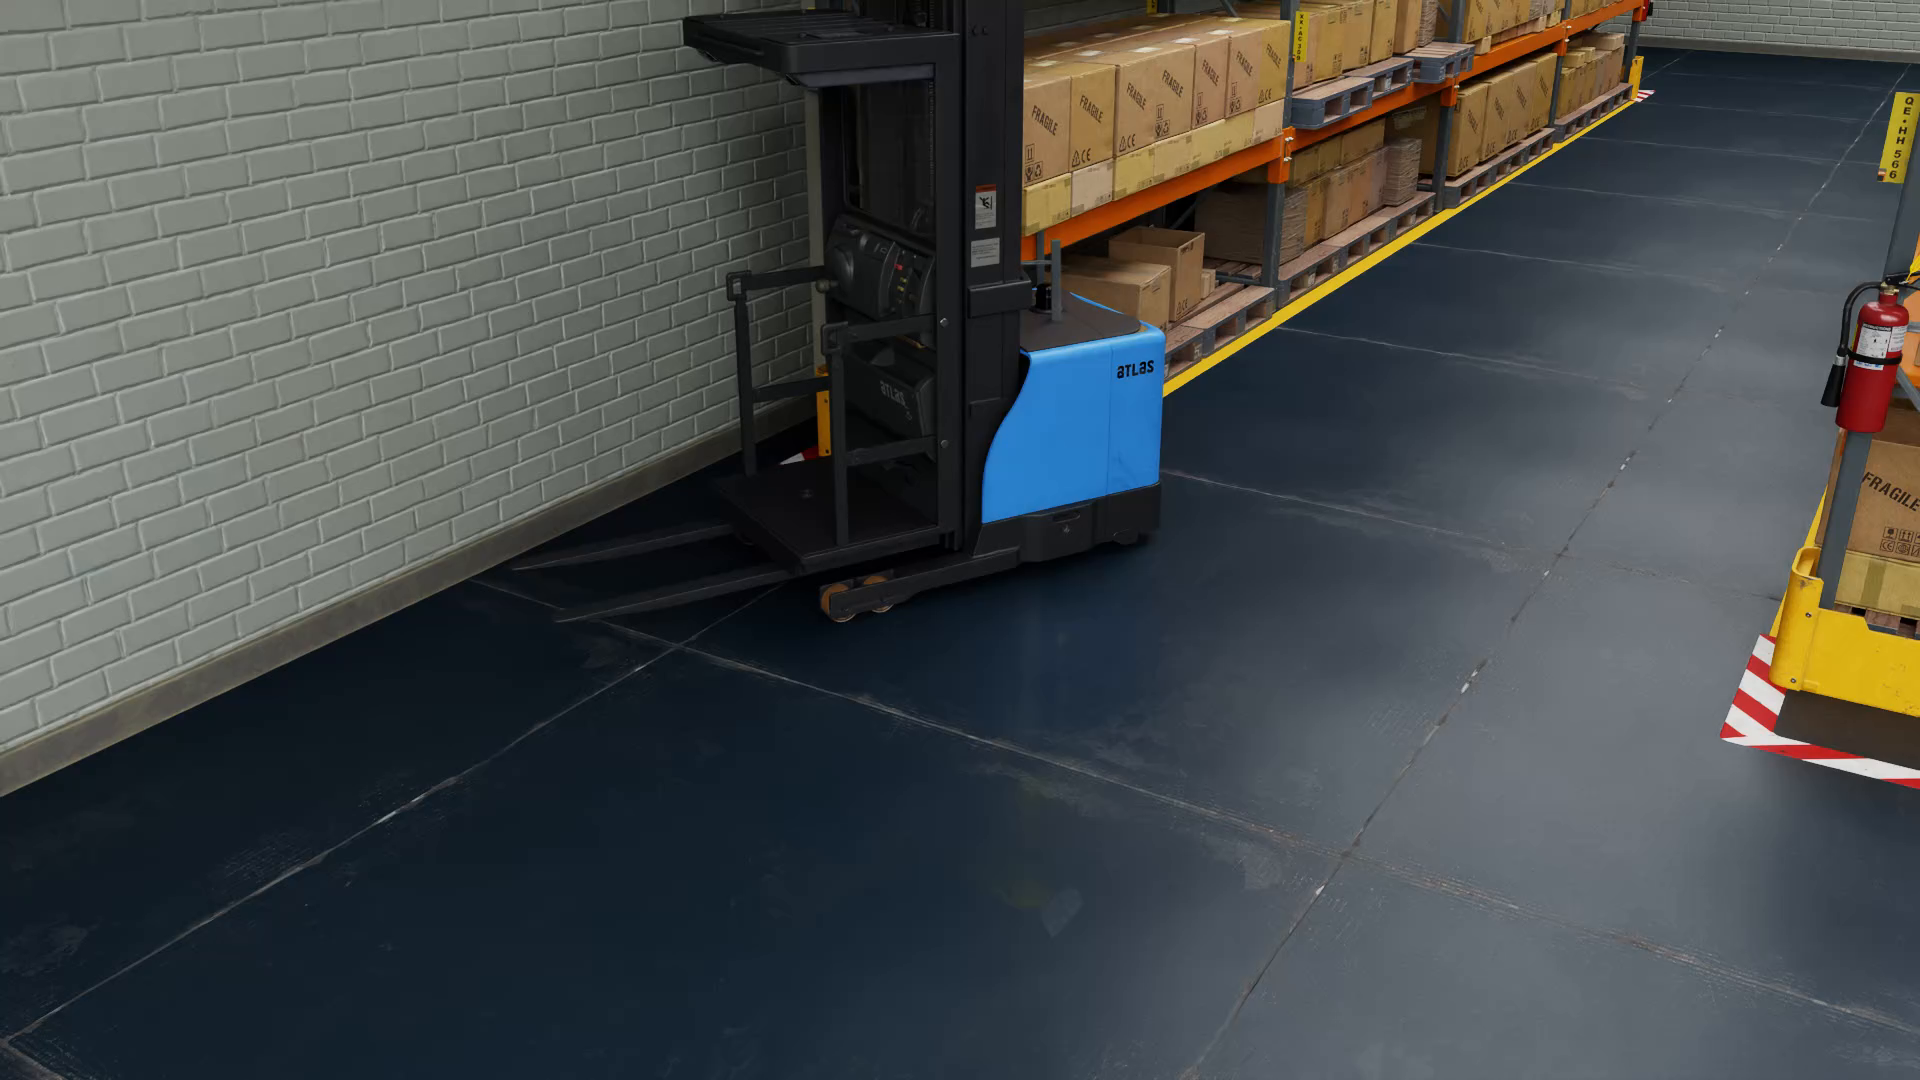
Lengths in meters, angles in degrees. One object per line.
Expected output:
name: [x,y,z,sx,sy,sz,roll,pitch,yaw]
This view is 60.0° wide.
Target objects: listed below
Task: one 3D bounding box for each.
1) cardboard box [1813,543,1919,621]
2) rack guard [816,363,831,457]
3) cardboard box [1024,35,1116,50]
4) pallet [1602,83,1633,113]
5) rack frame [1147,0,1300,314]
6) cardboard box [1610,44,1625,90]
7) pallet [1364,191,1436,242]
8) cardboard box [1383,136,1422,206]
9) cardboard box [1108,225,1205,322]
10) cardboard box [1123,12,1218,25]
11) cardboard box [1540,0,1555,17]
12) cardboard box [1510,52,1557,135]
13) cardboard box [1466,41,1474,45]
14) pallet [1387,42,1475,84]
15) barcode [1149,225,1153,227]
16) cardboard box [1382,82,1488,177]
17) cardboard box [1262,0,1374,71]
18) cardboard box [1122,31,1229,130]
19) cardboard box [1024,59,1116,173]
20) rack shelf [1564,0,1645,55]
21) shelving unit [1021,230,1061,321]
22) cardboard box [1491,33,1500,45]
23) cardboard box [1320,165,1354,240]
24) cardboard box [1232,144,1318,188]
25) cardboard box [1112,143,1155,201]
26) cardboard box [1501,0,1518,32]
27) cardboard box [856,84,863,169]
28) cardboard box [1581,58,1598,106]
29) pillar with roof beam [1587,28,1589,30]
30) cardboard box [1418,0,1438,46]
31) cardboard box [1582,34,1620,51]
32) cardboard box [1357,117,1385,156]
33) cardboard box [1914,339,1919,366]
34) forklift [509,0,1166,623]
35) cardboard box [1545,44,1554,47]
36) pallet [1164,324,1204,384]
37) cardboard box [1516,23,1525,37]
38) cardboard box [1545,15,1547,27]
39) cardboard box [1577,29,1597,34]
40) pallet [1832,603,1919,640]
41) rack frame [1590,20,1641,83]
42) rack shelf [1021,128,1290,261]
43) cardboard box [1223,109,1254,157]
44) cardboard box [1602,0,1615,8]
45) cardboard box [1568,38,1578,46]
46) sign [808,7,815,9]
cardboard box: [3.967,0.099,7.178,0.500,0.250,0.500,14,27,29]
rack guard: [-0.235,-0.643,9.105,1.175,0.500,0.348,14,27,29]
cardboard box: [0.602,-2.765,10.082,0.500,0.500,0.500,14,27,30]
pallet: [7.810,-5.598,20.916,1.003,0.211,1.213,14,27,29]
rack frame: [1.835,-3.114,11.668,1.000,3.000,0.127,14,27,29]
cardboard box: [7.881,-5.953,20.842,0.700,0.500,0.500,14,27,29]
pallet: [3.532,-2.921,14.732,1.003,0.211,1.213,14,27,29]
cardboard box: [3.610,-3.265,14.609,0.700,0.500,0.500,14,27,30]
cardboard box: [1.322,-1.810,11.248,0.500,0.500,0.500,12,26,25]
cardboard box: [1.410,-3.284,11.279,0.500,0.500,0.500,13,27,28]
cardboard box: [5.765,-5.623,16.937,0.500,0.500,0.500,14,27,29]
cardboard box: [5.823,-4.774,17.679,0.750,0.750,0.750,14,27,30]
cardboard box: [4.456,-4.504,15.169,0.380,0.149,0.250,14,27,30]
pallet: [3.660,-4.113,14.217,1.213,0.211,1.003,14,27,29]
barcode: [1.346,-2.184,11.708,0.001,0.075,0.075,14,27,29]
cardboard box: [4.444,-3.891,15.640,0.750,0.750,0.750,13,27,28]
cardboard box: [2.754,-3.942,12.901,0.700,0.500,0.500,18,29,36]
cardboard box: [1.315,-2.837,10.247,0.500,0.500,0.500,13,27,27]
cardboard box: [0.501,-2.311,9.033,0.500,0.500,0.500,14,27,29]
rack shelf: [7.110,-6.159,19.607,1.077,0.370,4.000,14,27,29]
shelving unit: [0.222,-0.913,8.497,0.538,1.500,1.048,-2,24,-1]
cardboard box: [4.971,-4.861,15.993,0.380,0.149,0.250,14,27,30]
cardboard box: [2.743,-2.769,13.464,0.700,0.500,0.500,14,27,30]
cardboard box: [2.439,-2.914,12.855,0.500,0.250,0.500,13,27,28]
cardboard box: [0.788,-2.151,9.608,0.500,0.250,0.500,13,27,28]
cardboard box: [4.966,-5.108,15.748,0.500,0.500,0.500,14,27,29]
cardboard box: [-0.207,-2.252,8.896,0.500,0.500,0.500,14,27,28]
cardboard box: [7.077,-5.432,19.641,0.700,0.500,0.500,15,27,30]
pillar with roof beam: [12.512,-10.108,20.271,9.100,9.000,0.400,14,27,29]
cardboard box: [3.706,-4.551,14.308,0.700,0.500,0.500,11,26,23]
cardboard box: [7.834,-6.082,20.326,0.380,0.149,0.250,15,27,30]
cardboard box: [3.256,-3.430,14.046,0.500,0.250,0.500,14,27,30]
cardboard box: [4.193,-0.928,6.492,0.700,0.500,0.500,14,27,29]
forklift: [-0.543,-1.219,7.375,3.031,2.935,1.130,-13,27,-28]
cardboard box: [6.840,-5.733,19.520,0.380,0.149,0.250,14,27,29]
pallet: [0.868,-1.187,10.726,1.003,0.211,1.213,14,27,29]
cardboard box: [5.410,-5.115,16.581,0.380,0.149,0.250,13,27,28]
cardboard box: [5.829,-5.367,17.162,0.380,0.149,0.250,15,27,31]
cardboard box: [7.777,-6.334,20.908,0.380,0.149,0.250,14,27,29]
pallet: [4.303,0.286,7.324,1.003,0.211,1.213,14,27,29]
rack frame: [8.165,-7.164,21.023,1.000,3.000,0.127,14,27,29]
rack shelf: [0.780,-2.109,10.251,1.077,0.370,4.000,14,27,29]
cardboard box: [1.573,-2.665,10.793,0.500,0.250,0.500,14,27,29]
cardboard box: [7.120,-6.624,19.399,0.980,0.700,0.700,12,26,26]
cardboard box: [7.244,-5.993,20.119,0.380,0.149,0.250,14,27,30]
sign: [-0.736,-2.563,8.541,0.100,0.325,0.005,14,27,29]
